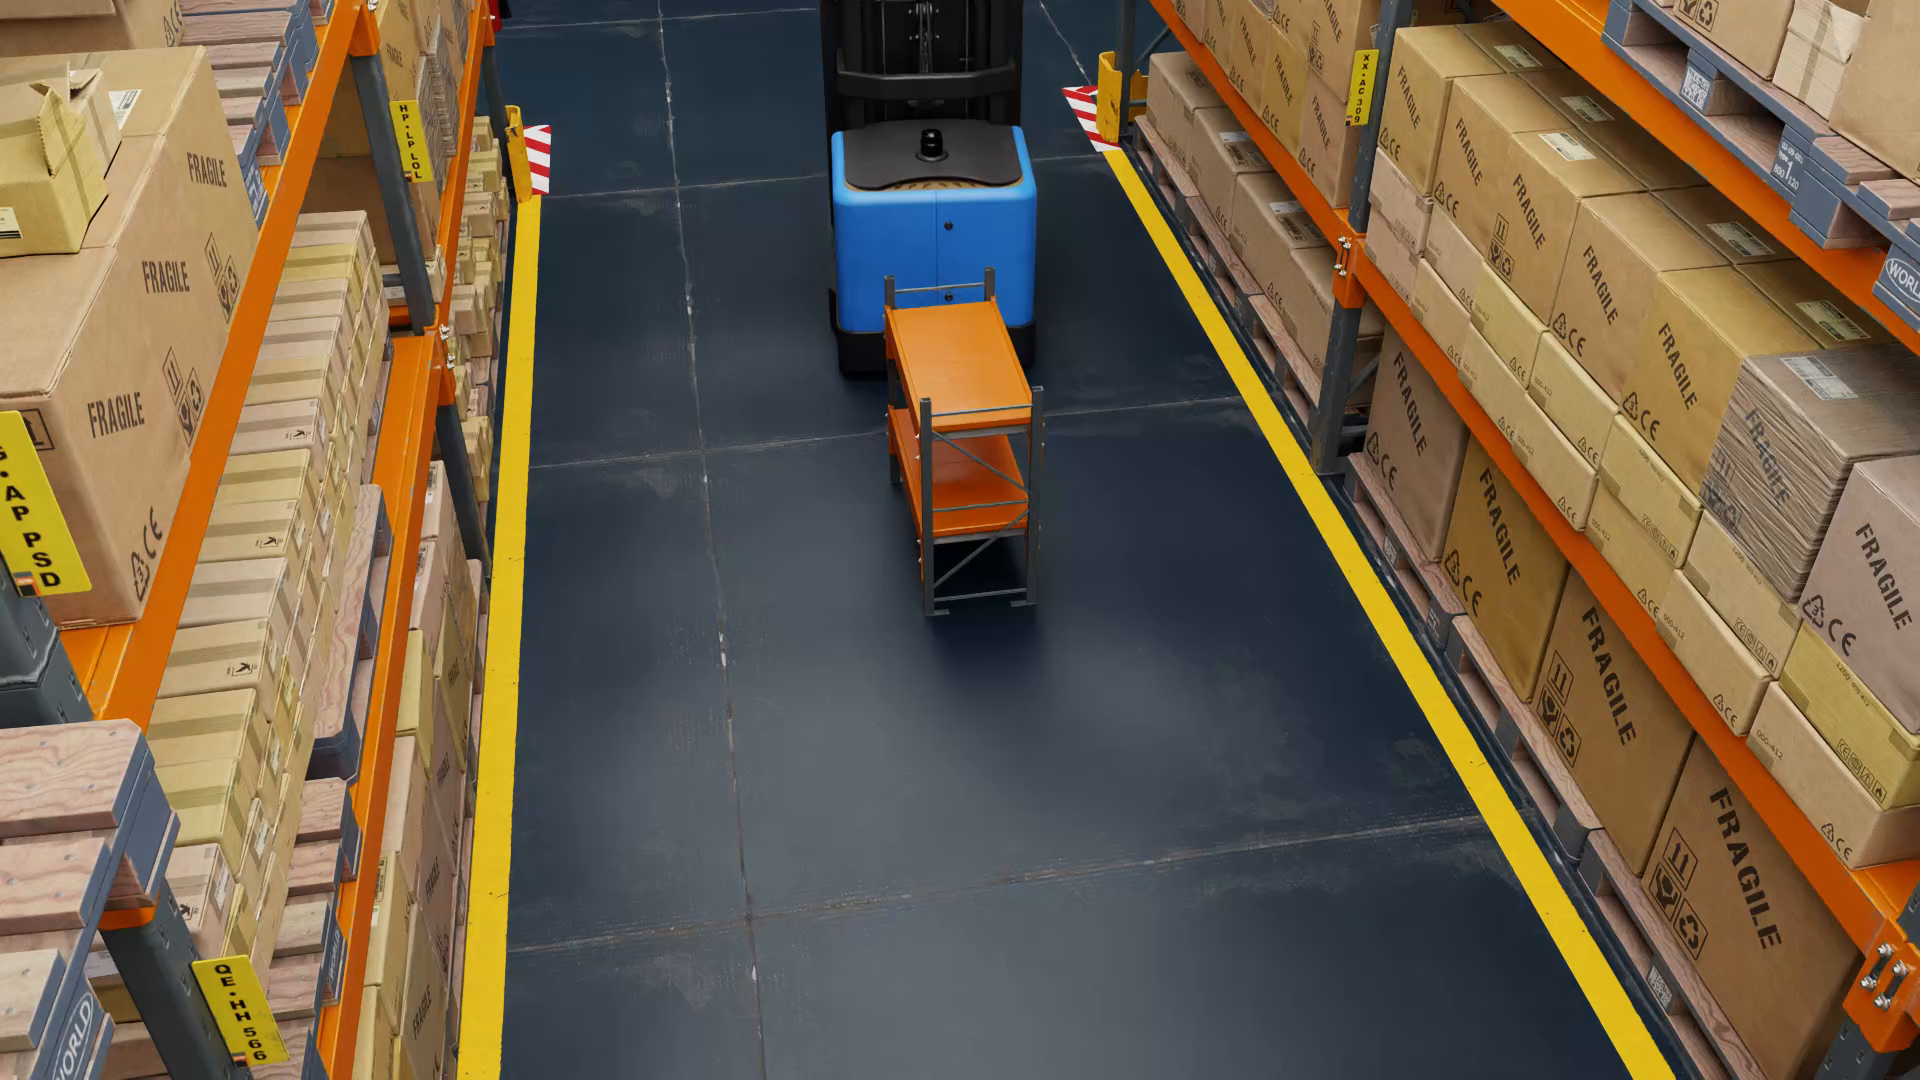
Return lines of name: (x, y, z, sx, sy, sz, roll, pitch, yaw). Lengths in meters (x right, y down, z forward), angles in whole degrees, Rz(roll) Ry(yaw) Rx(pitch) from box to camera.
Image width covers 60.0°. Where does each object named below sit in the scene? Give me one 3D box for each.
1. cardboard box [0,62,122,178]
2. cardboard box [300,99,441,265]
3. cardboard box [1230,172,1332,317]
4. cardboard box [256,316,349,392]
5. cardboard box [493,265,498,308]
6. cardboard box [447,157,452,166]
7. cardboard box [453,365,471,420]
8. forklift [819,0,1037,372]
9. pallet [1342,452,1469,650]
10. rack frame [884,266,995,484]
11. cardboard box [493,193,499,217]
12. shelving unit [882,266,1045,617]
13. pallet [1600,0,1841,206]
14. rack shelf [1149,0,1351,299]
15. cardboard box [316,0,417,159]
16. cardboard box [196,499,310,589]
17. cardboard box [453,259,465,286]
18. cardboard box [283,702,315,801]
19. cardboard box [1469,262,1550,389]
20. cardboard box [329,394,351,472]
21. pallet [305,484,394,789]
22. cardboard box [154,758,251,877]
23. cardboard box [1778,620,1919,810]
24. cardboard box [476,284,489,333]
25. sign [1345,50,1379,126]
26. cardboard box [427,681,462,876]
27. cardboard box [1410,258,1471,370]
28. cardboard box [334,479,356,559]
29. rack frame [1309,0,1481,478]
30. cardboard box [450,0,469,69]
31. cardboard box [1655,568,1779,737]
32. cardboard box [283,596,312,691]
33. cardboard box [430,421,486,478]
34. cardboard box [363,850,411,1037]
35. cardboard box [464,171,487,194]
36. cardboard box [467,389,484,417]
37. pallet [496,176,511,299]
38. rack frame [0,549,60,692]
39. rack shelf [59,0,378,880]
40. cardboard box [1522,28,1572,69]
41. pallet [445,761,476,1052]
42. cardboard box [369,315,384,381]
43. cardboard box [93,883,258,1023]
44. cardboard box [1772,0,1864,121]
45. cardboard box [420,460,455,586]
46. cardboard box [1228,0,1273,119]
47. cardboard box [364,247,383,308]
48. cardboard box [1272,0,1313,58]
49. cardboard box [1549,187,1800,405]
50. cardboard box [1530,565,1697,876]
cardboard box: (-1.897, -0.834, 3.229, 0.396, 0.266, 0.258, -6, 38, -8)
cardboard box: (-2.464, -1.472, 6.876, 0.500, 0.500, 0.500, -7, 38, -9)
cardboard box: (2.069, -1.668, 9.198, 0.875, 0.438, 0.875, -7, 38, -9)
cardboard box: (-2.225, -0.592, 5.445, 0.380, 0.149, 0.250, -6, 38, -8)
cardboard box: (-2.731, -1.374, 9.055, 0.380, 0.149, 0.250, -6, 38, -7)
cardboard box: (-2.631, -1.886, 7.938, 0.380, 0.149, 0.250, -5, 38, -6)
cardboard box: (-2.471, -0.667, 7.660, 0.380, 0.149, 0.250, -4, 38, -6)
forklift: (-0.224, -2.930, 9.132, 1.130, 2.935, 3.031, -3, 38, -3)
pallet: (2.440, -0.023, 7.608, 1.003, 0.211, 1.213, -6, 38, -8)
rack frame: (-0.090, -0.755, 7.805, 0.500, 1.125, 0.032, -6, 38, -8)
cardboard box: (-2.860, -1.961, 9.568, 0.380, 0.149, 0.250, -8, 39, -10)
shelving unit: (-0.001, -0.448, 7.410, 0.538, 1.125, 1.048, -6, 38, -8)
pallet: (2.568, -1.335, 4.732, 1.003, 0.211, 1.213, -5, 38, -6)
rack shelf: (1.880, -2.506, 9.117, 1.077, 0.370, 4.000, -6, 38, -8)
cardboard box: (-2.464, -1.840, 6.534, 0.500, 0.500, 0.500, -5, 38, -7)
cardboard box: (-2.046, 0.032, 4.642, 0.380, 0.149, 0.250, -5, 38, -7)
cardboard box: (-2.725, -1.288, 8.459, 0.380, 0.149, 0.250, -8, 39, -10)
cardboard box: (-1.947, 0.581, 4.420, 0.380, 0.149, 0.250, -5, 38, -6)
cardboard box: (2.212, -0.805, 6.056, 0.500, 0.250, 0.500, -6, 38, -7)
cardboard box: (-2.176, -0.323, 5.341, 0.380, 0.149, 0.250, -8, 39, -10)
pallet: (-2.311, 0.312, 5.060, 1.003, 0.211, 1.213, -6, 38, -8)
cardboard box: (-1.864, 0.663, 3.829, 0.380, 0.149, 0.250, -7, 38, -9)
cardboard box: (2.597, 0.430, 4.466, 0.500, 0.250, 0.500, -6, 38, -8)
cardboard box: (-2.636, -1.178, 8.560, 0.380, 0.149, 0.250, -7, 38, -8)
sign: (1.685, -1.895, 6.974, 0.100, 0.325, 0.005, -6, 38, -8)
cardboard box: (-2.072, 0.872, 5.877, 0.500, 0.500, 0.500, -7, 38, -9)
cardboard box: (2.140, -0.917, 6.607, 0.500, 0.250, 0.500, -7, 38, -9)
cardboard box: (-2.129, -0.050, 5.232, 0.380, 0.149, 0.250, -5, 38, -6)
rack frame: (2.231, -1.582, 7.342, 1.000, 3.000, 0.127, -6, 38, -8)
cardboard box: (-2.810, -2.701, 8.458, 0.500, 0.500, 0.500, -6, 38, -8)
cardboard box: (2.483, 0.308, 5.030, 0.500, 0.250, 0.500, -6, 38, -7)
cardboard box: (-1.998, 0.302, 4.536, 0.380, 0.149, 0.250, -6, 38, -8)
cardboard box: (-2.373, -0.400, 7.559, 0.380, 0.149, 0.250, -5, 38, -6)
cardboard box: (-1.895, 1.203, 4.840, 0.500, 0.250, 0.500, -7, 38, -9)
cardboard box: (-2.843, -1.923, 9.277, 0.380, 0.149, 0.250, -8, 39, -10)
cardboard box: (-2.514, -0.589, 8.044, 0.380, 0.149, 0.250, -6, 38, -8)
pallet: (-3.205, -1.763, 9.848, 1.003, 0.211, 1.213, -6, 38, -8)
rack frame: (-1.924, -0.942, 1.628, 1.000, 3.000, 0.127, -6, 38, -8)
rack shelf: (-2.274, -0.681, 4.324, 1.077, 0.370, 4.000, -6, 38, -8)
cardboard box: (2.556, -1.774, 6.692, 0.500, 0.500, 0.500, -5, 38, -6)
pallet: (-2.270, 1.321, 5.878, 1.003, 0.211, 1.213, -6, 38, -8)
cardboard box: (-2.314, -0.680, 6.043, 0.380, 0.149, 0.250, -6, 38, -8)
cardboard box: (-1.811, 0.930, 3.729, 0.380, 0.149, 0.250, -5, 38, -6)
cardboard box: (2.346, -1.258, 4.246, 0.396, 0.266, 0.258, -7, 38, -9)
cardboard box: (-2.245, -0.041, 6.442, 0.500, 0.250, 0.500, -7, 38, -9)
cardboard box: (1.700, -2.487, 8.424, 0.500, 0.500, 0.500, -7, 38, -9)
cardboard box: (-2.361, -0.954, 6.153, 0.380, 0.149, 0.250, -5, 38, -7)
cardboard box: (1.795, -2.579, 7.729, 0.500, 0.500, 0.500, -7, 38, -9)
cardboard box: (2.324, -0.801, 5.440, 0.500, 0.500, 0.500, -7, 38, -9)
cardboard box: (2.741, 0.541, 5.998, 0.875, 0.875, 0.875, -6, 38, -7)
